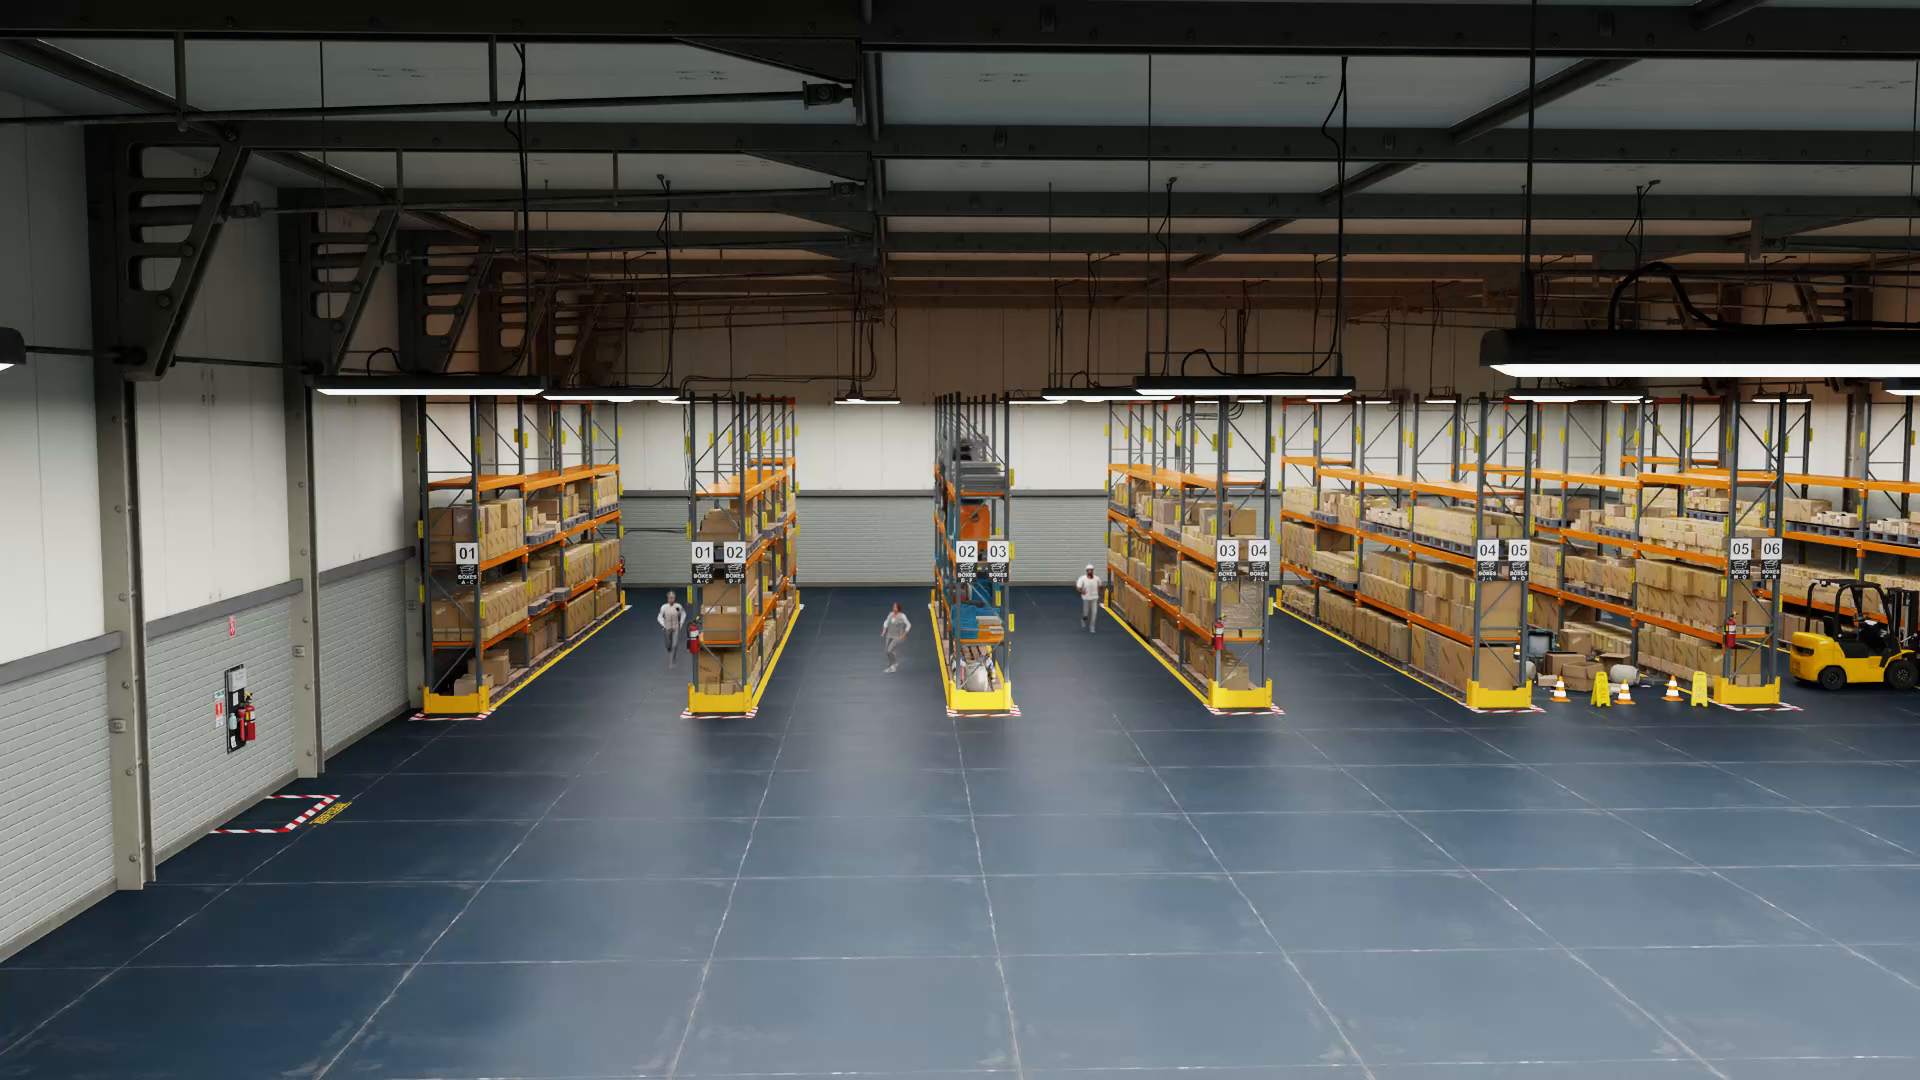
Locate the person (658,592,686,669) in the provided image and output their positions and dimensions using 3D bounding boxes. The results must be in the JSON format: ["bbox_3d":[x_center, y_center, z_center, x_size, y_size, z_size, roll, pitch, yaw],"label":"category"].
[{"bbox_3d":[-6.356,1.971,36.742,0.627,1.698,0.761,-1,5,-9],"label":"person"}]

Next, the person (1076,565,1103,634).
[{"bbox_3d":[3.297,1.487,42.140,0.714,1.733,0.791,-1,5,-7],"label":"person"}]

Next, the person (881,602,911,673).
[{"bbox_3d":[-1.404,2.094,35.564,0.599,1.536,0.534,3,6,34],"label":"person"}]
